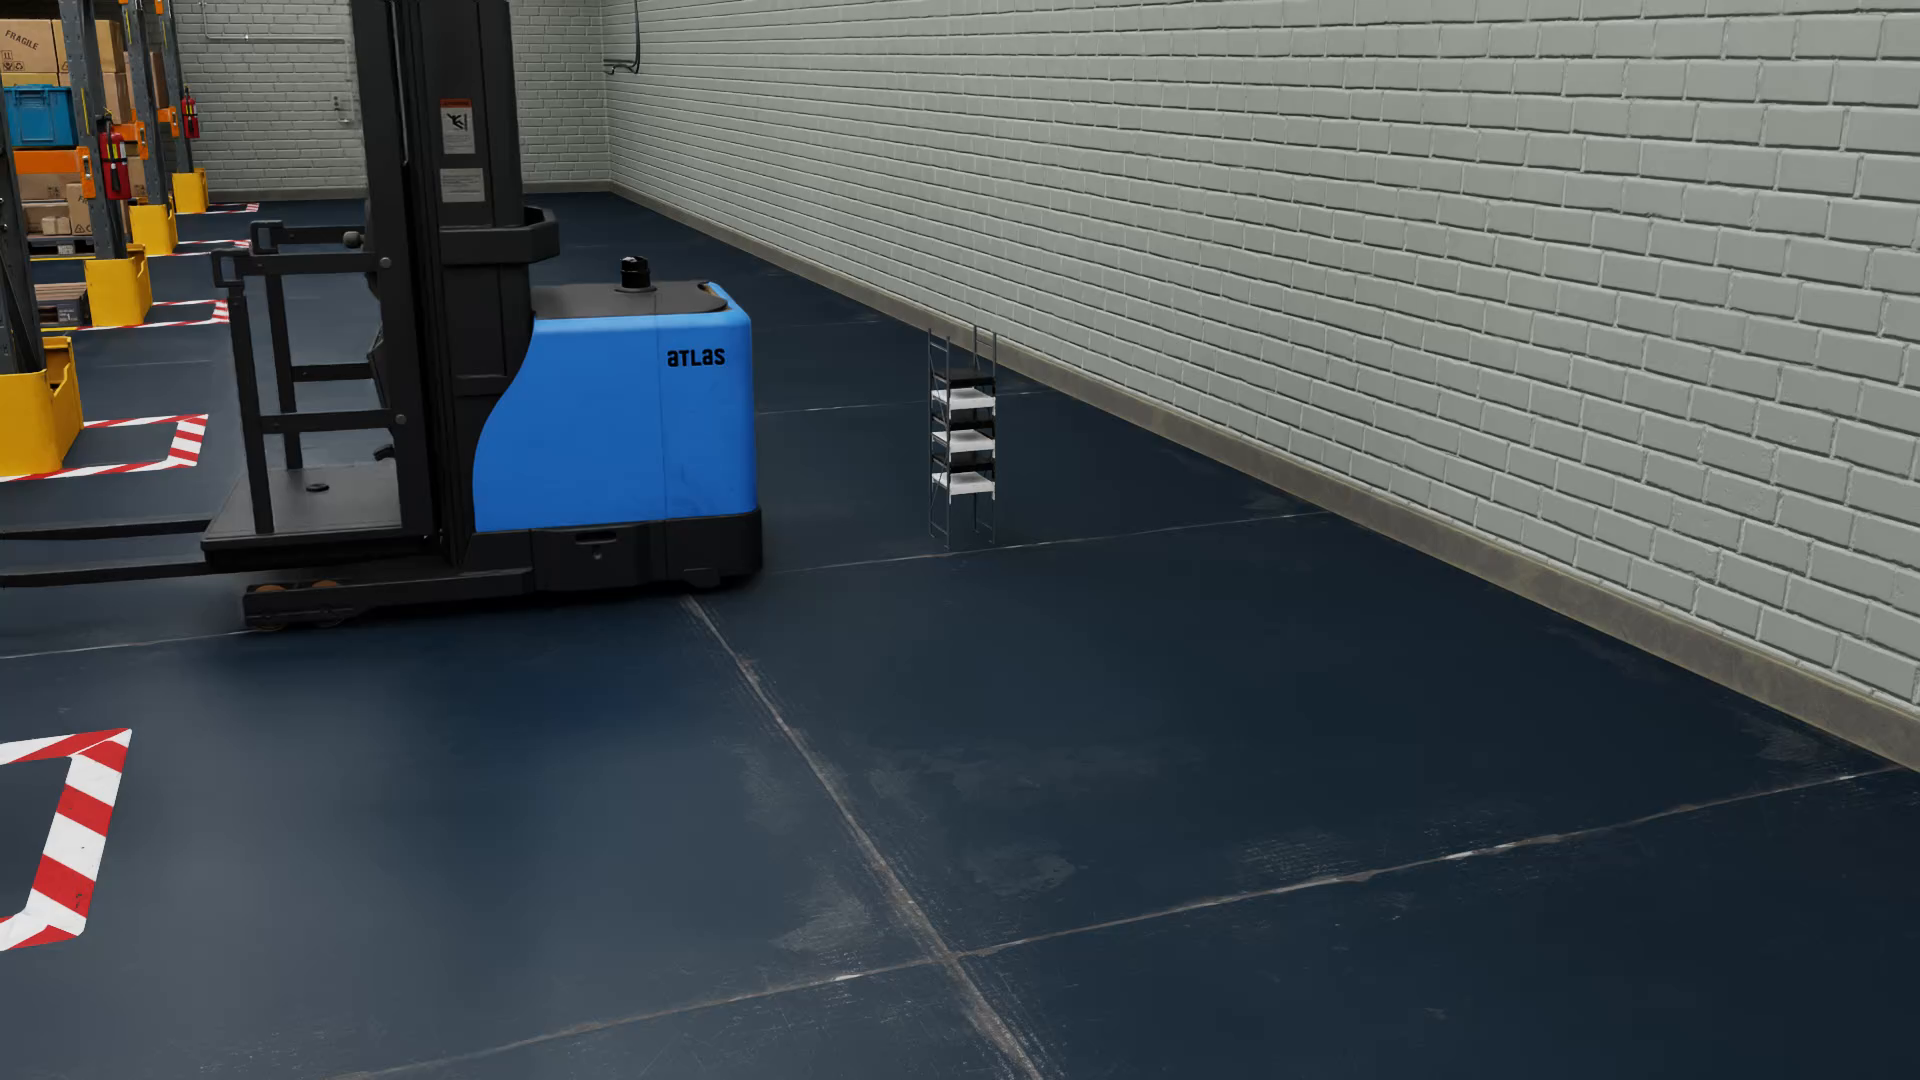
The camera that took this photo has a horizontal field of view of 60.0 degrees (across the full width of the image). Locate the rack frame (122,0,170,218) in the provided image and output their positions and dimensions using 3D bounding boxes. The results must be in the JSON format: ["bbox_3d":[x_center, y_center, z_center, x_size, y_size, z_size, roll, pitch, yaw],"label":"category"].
[{"bbox_3d":[-8.396,-4.514,17.147,0.127,3.000,1.000,-6,17,-20],"label":"rack frame"}]

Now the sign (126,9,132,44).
[{"bbox_3d":[-8.216,-5.073,16.435,0.005,0.325,0.100,-6,17,-20],"label":"sign"}]

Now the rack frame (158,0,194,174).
[{"bbox_3d":[-10.172,-5.817,21.584,0.127,3.000,1.000,-6,17,-20],"label":"rack frame"}]

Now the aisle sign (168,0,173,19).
[{"bbox_3d":[-9.997,-6.993,20.973,0.004,0.787,0.394,-6,17,-20],"label":"aisle sign"}]

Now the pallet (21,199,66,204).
[{"bbox_3d":[-12.028,-4.256,21.217,1.213,0.211,1.003,-6,17,-20],"label":"pallet"}]

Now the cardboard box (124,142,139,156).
[{"bbox_3d":[-10.745,-5.099,21.677,0.250,0.149,0.380,-6,17,-20],"label":"cardboard box"}]

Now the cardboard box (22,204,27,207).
[{"bbox_3d":[-9.939,-3.325,17.196,0.500,0.250,0.500,-6,17,-20],"label":"cardboard box"}]

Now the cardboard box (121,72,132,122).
[{"bbox_3d":[-8.905,-4.587,17.216,0.500,0.500,0.500,-6,17,-19],"label":"cardboard box"}]

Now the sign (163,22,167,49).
[{"bbox_3d":[-9.991,-6.342,20.896,0.005,0.325,0.100,-6,17,-20],"label":"sign"}]

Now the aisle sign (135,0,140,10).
[{"bbox_3d":[-8.223,-5.688,16.529,0.004,0.787,0.394,-6,17,-20],"label":"aisle sign"}]

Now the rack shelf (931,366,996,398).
[{"bbox_3d":[0.008,-0.660,6.908,0.200,0.077,0.258,-6,17,-20],"label":"rack shelf"}]

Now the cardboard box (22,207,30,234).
[{"bbox_3d":[-9.713,-3.198,16.765,0.500,0.250,0.500,-6,17,-20],"label":"cardboard box"}]

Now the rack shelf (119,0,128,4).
[{"bbox_3d":[-10.264,-5.407,16.139,4.000,0.370,1.077,-6,17,-20],"label":"rack shelf"}]

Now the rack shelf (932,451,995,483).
[{"bbox_3d":[0.008,-0.314,7.009,0.200,0.077,0.258,-6,17,-20],"label":"rack shelf"}]

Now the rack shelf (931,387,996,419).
[{"bbox_3d":[0.008,-0.573,6.933,0.200,0.077,0.258,-6,17,-20],"label":"rack shelf"}]

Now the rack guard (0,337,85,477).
[{"bbox_3d":[-4.832,-0.710,8.630,0.348,0.500,1.175,-6,17,-20],"label":"rack guard"}]

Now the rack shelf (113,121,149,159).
[{"bbox_3d":[-10.264,-3.967,16.561,4.000,0.370,1.077,-6,17,-20],"label":"rack shelf"}]

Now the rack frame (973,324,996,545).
[{"bbox_3d":[0.103,-0.443,7.009,0.006,0.900,0.240,-6,17,-20],"label":"rack frame"}]

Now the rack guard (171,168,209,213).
[{"bbox_3d":[-10.150,-4.620,21.944,0.348,0.500,1.175,-6,17,-20],"label":"rack guard"}]

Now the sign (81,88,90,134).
[{"bbox_3d":[-6.415,-3.146,12.197,0.005,0.325,0.100,-6,17,-20],"label":"sign"}]

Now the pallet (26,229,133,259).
[{"bbox_3d":[-9.211,-3.088,17.239,1.213,0.211,1.003,-6,17,-20],"label":"pallet"}]

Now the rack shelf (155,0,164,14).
[{"bbox_3d":[-12.040,-6.709,20.576,4.000,0.370,1.077,-6,17,-20],"label":"rack shelf"}]

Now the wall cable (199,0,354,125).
[{"bbox_3d":[-9.315,-6.683,22.728,1.851,1.984,0.084,-6,17,-20],"label":"wall cable"}]

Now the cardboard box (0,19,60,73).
[{"bbox_3d":[-9.185,-4.873,16.418,0.500,0.500,0.500,-6,17,-19],"label":"cardboard box"}]

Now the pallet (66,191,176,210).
[{"bbox_3d":[-10.891,-4.378,21.632,1.213,0.211,1.003,-6,17,-20],"label":"pallet"}]

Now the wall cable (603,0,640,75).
[{"bbox_3d":[-4.763,-7.682,22.797,0.112,2.526,3.097,-6,17,-20],"label":"wall cable"}]

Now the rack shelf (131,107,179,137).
[{"bbox_3d":[-12.040,-5.270,20.998,4.000,0.370,1.077,-6,17,-20],"label":"rack shelf"}]

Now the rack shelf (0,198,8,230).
[{"bbox_3d":[-6.722,-1.361,7.684,4.000,0.370,1.077,-6,17,-20],"label":"rack shelf"}]

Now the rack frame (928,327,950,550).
[{"bbox_3d":[-0.087,-0.422,6.939,0.006,0.900,0.240,-6,17,-20],"label":"rack frame"}]

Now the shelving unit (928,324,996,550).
[{"bbox_3d":[0.008,-0.433,6.974,0.210,0.900,0.258,-6,17,-20],"label":"shelving unit"}]

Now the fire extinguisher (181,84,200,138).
[{"bbox_3d":[-9.866,-5.495,21.285,0.183,0.674,0.296,-6,17,-20],"label":"fire extinguisher"}]

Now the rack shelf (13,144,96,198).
[{"bbox_3d":[-8.495,-2.664,12.122,4.000,0.370,1.077,-6,17,-20],"label":"rack shelf"}]

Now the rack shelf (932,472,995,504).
[{"bbox_3d":[0.008,-0.228,7.034,0.200,0.077,0.258,-6,17,-20],"label":"rack shelf"}]

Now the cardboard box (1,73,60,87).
[{"bbox_3d":[-9.200,-4.392,16.554,0.500,0.500,0.500,-6,17,-20],"label":"cardboard box"}]

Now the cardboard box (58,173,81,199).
[{"bbox_3d":[-11.257,-4.672,21.375,0.500,0.500,0.700,-6,17,-20],"label":"cardboard box"}]

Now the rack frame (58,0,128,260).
[{"bbox_3d":[-6.627,-3.210,12.707,0.127,3.000,1.000,-6,17,-20],"label":"rack frame"}]

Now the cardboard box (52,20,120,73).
[{"bbox_3d":[-8.713,-4.925,16.592,0.500,0.500,0.500,-6,18,-21],"label":"cardboard box"}]

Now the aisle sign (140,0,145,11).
[{"bbox_3d":[-8.437,-5.846,17.067,0.004,0.787,0.394,-6,17,-20],"label":"aisle sign"}]

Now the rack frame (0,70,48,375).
[{"bbox_3d":[-4.855,-1.907,8.270,0.127,3.000,1.000,-6,17,-20],"label":"rack frame"}]

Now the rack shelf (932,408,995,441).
[{"bbox_3d":[0.008,-0.487,6.958,0.200,0.077,0.258,-6,17,-20],"label":"rack shelf"}]

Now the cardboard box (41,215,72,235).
[{"bbox_3d":[-9.226,-3.229,17.018,0.250,0.166,0.380,-6,17,-20],"label":"cardboard box"}]

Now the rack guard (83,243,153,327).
[{"bbox_3d":[-6.609,-2.017,13.079,0.348,0.500,1.175,-6,17,-20],"label":"rack guard"}]

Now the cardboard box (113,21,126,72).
[{"bbox_3d":[-8.905,-5.066,17.076,0.500,0.500,0.500,-6,17,-18],"label":"cardboard box"}]

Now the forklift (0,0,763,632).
[{"bbox_3d":[-2.343,-1.241,6.122,3.031,2.935,1.130,-4,17,-15],"label":"forklift"}]

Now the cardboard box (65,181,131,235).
[{"bbox_3d":[-8.816,-3.406,17.029,0.500,0.500,0.500,-6,17,-20],"label":"cardboard box"}]

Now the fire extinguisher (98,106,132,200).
[{"bbox_3d":[-6.324,-2.890,12.415,0.183,0.674,0.296,-6,17,-20],"label":"fire extinguisher"}]

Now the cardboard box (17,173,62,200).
[{"bbox_3d":[-11.727,-4.621,21.202,0.500,0.500,0.700,-7,18,-22],"label":"cardboard box"}]

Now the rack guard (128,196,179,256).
[{"bbox_3d":[-8.467,-3.307,17.473,0.348,0.500,1.175,-6,17,-20],"label":"rack guard"}]

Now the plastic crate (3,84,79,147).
[{"bbox_3d":[-6.873,-3.173,12.412,0.499,0.435,0.616,-6,17,-20],"label":"plastic crate"}]

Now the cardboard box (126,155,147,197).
[{"bbox_3d":[-10.790,-4.722,21.547,0.500,0.500,0.700,-6,17,-20],"label":"cardboard box"}]

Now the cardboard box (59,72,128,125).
[{"bbox_3d":[-8.717,-4.445,16.735,0.500,0.500,0.500,-6,17,-18],"label":"cardboard box"}]

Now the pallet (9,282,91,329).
[{"bbox_3d":[-7.411,-1.800,12.852,1.213,0.211,1.003,-6,17,-20],"label":"pallet"}]

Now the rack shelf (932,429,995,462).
[{"bbox_3d":[0.008,-0.401,6.984,0.200,0.077,0.258,-6,17,-20],"label":"rack shelf"}]

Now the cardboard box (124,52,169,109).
[{"bbox_3d":[-10.645,-5.907,21.357,0.700,0.700,0.980,-5,17,-18],"label":"cardboard box"}]

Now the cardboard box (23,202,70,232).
[{"bbox_3d":[-9.472,-3.375,17.368,0.500,0.250,0.500,-6,17,-20],"label":"cardboard box"}]
